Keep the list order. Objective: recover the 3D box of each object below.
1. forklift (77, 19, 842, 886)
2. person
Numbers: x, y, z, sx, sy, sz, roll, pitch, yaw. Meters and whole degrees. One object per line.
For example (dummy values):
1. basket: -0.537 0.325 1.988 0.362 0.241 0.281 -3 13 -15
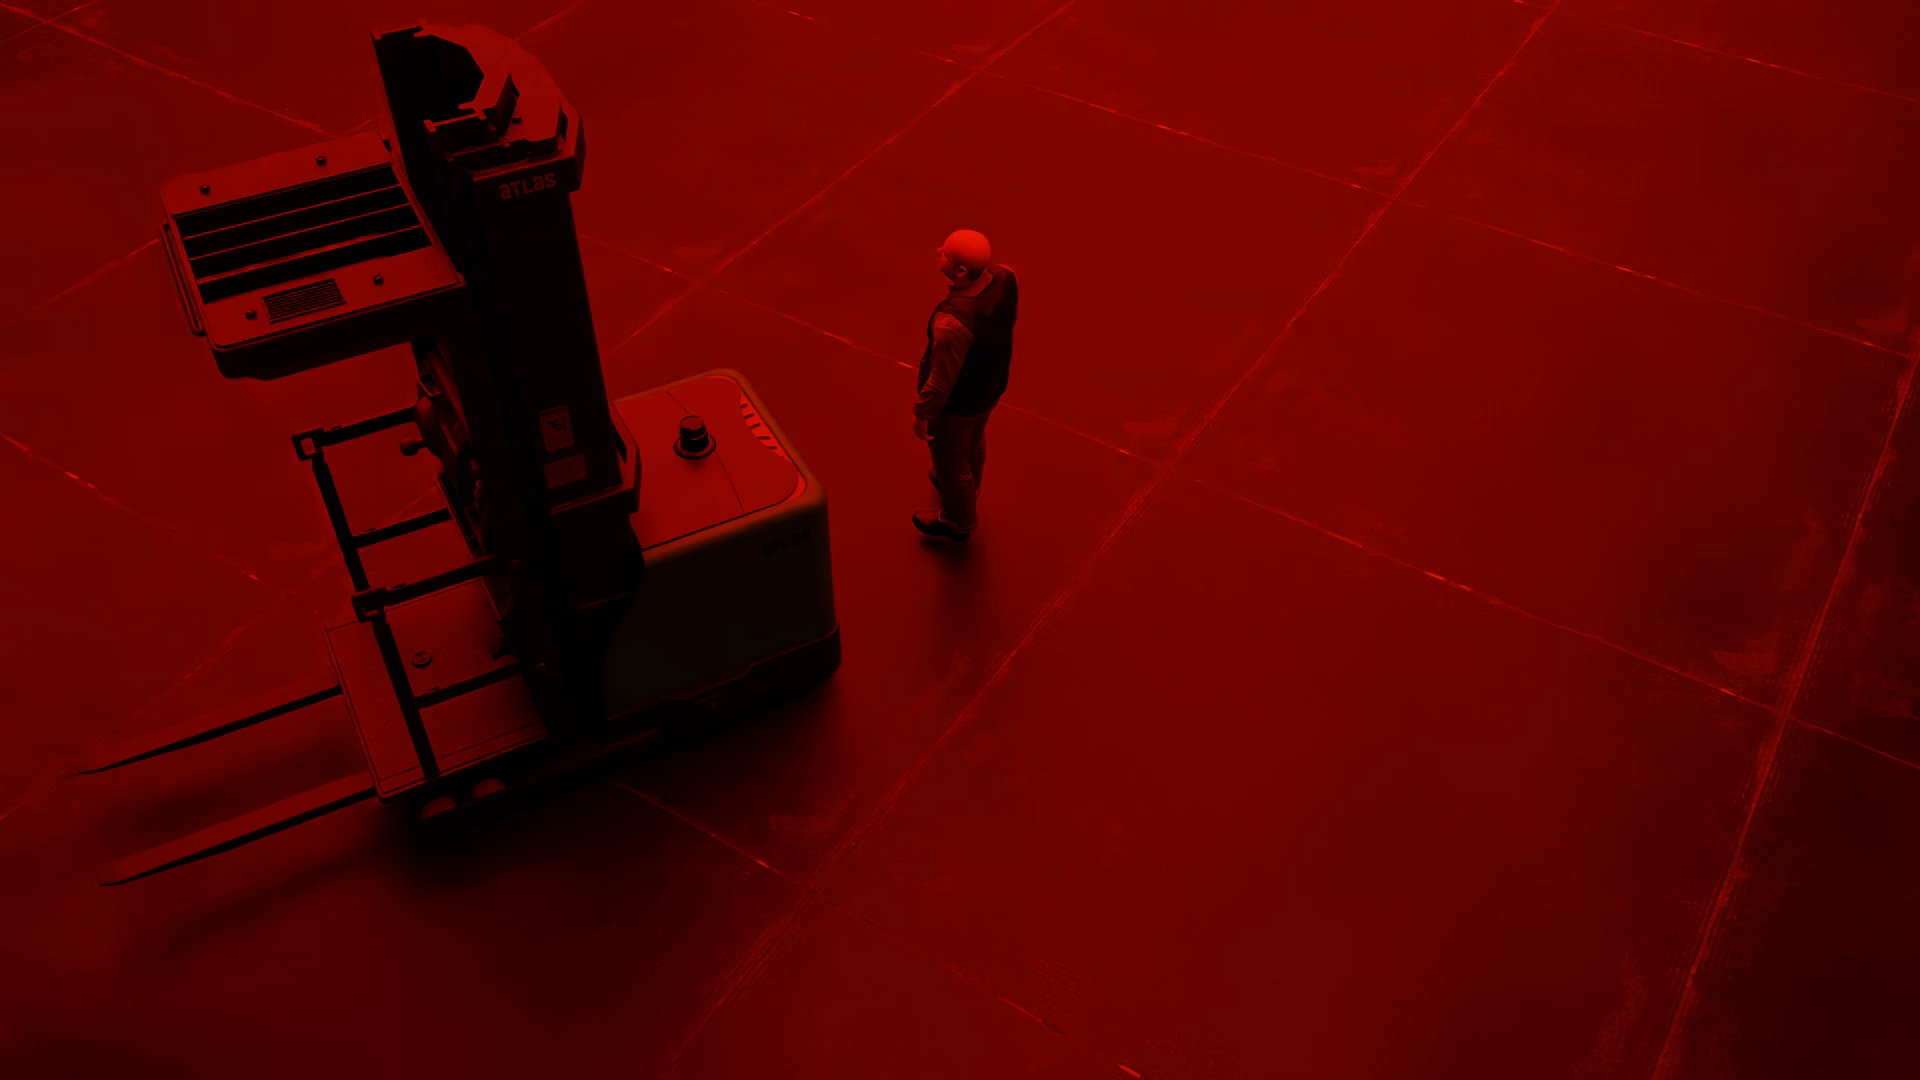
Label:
1. forklift: -2.066 -0.286 6.150 3.031 2.935 1.130 -20 47 -20
2. person: -0.048 -0.687 7.383 0.567 1.721 0.632 24 48 23
